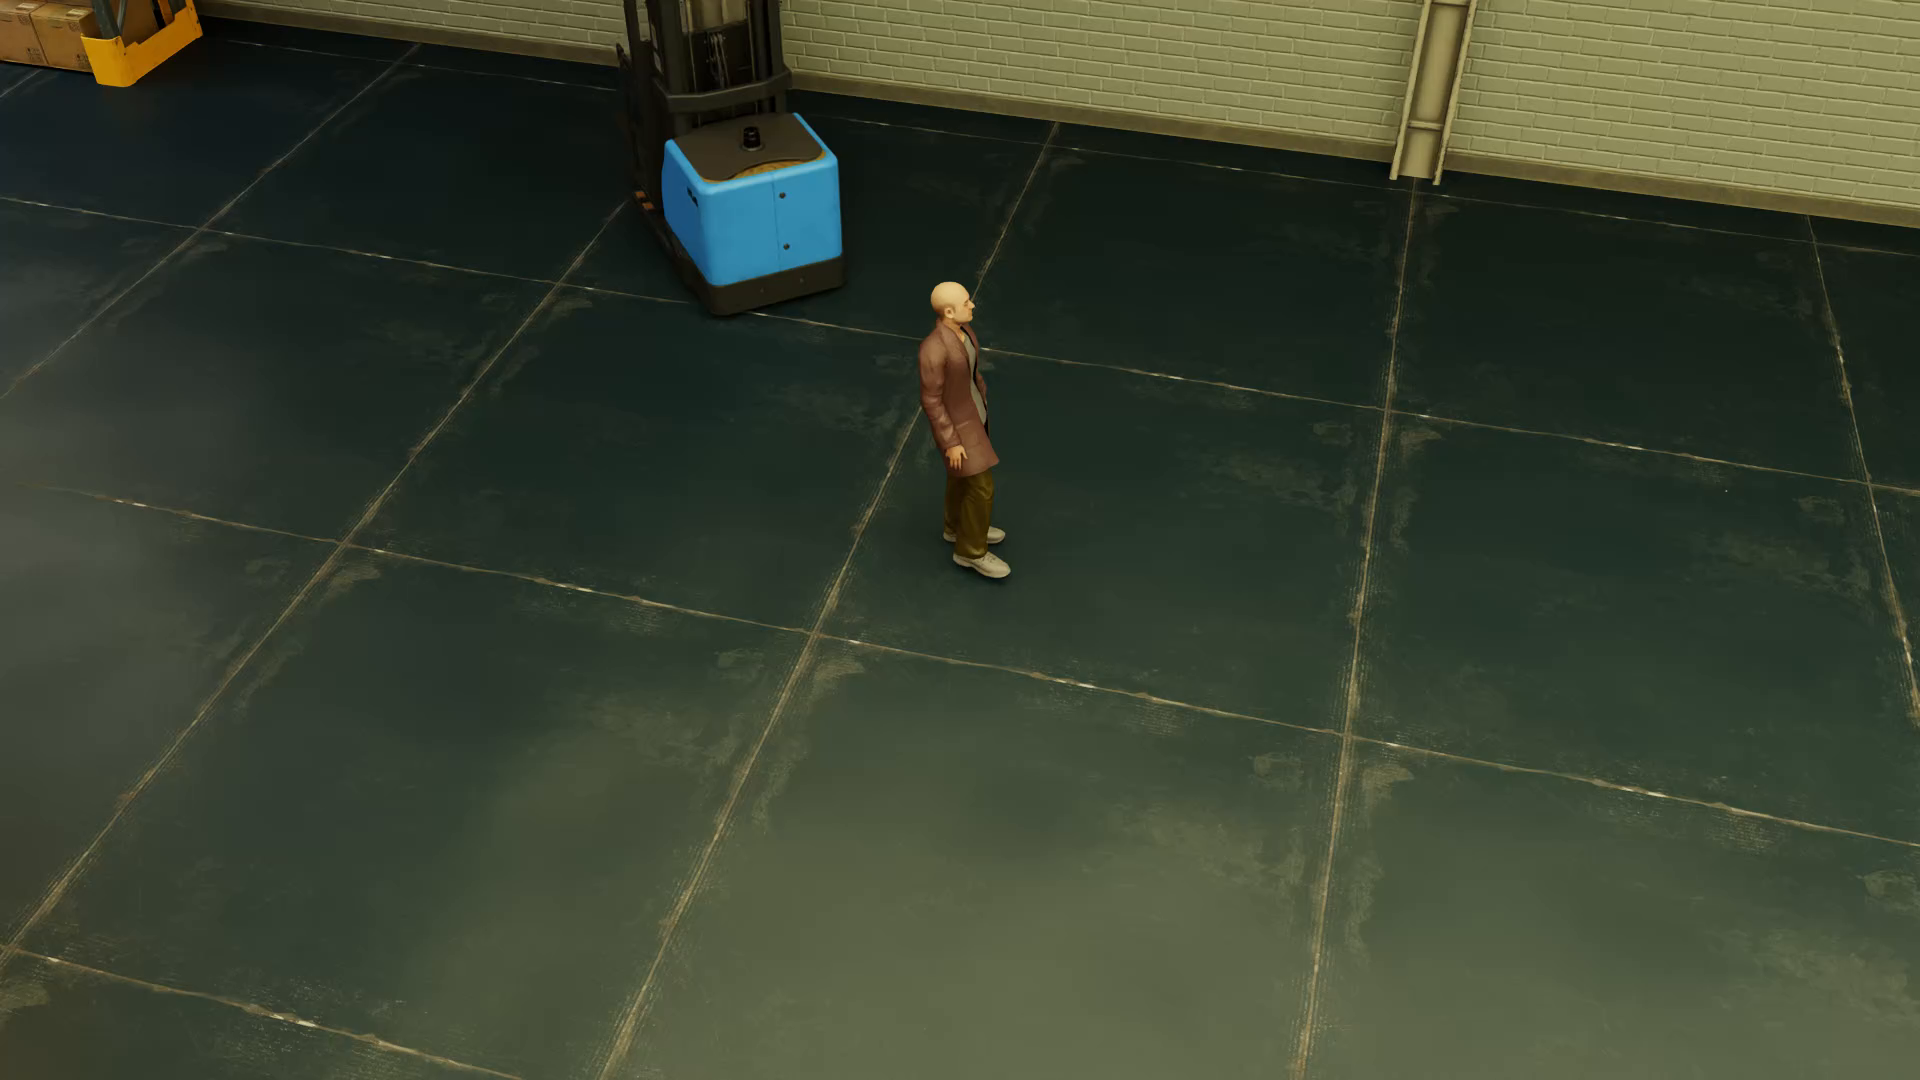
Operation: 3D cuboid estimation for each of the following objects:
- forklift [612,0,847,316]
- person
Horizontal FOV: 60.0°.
[{"bbox_3d":[-1.922,-3.665,12.042,1.130,2.935,3.031,-18,44,-19],"label":"forklift"},{"bbox_3d":[0.088,-0.656,9.474,0.580,1.777,0.698,10,42,11],"label":"person"}]
